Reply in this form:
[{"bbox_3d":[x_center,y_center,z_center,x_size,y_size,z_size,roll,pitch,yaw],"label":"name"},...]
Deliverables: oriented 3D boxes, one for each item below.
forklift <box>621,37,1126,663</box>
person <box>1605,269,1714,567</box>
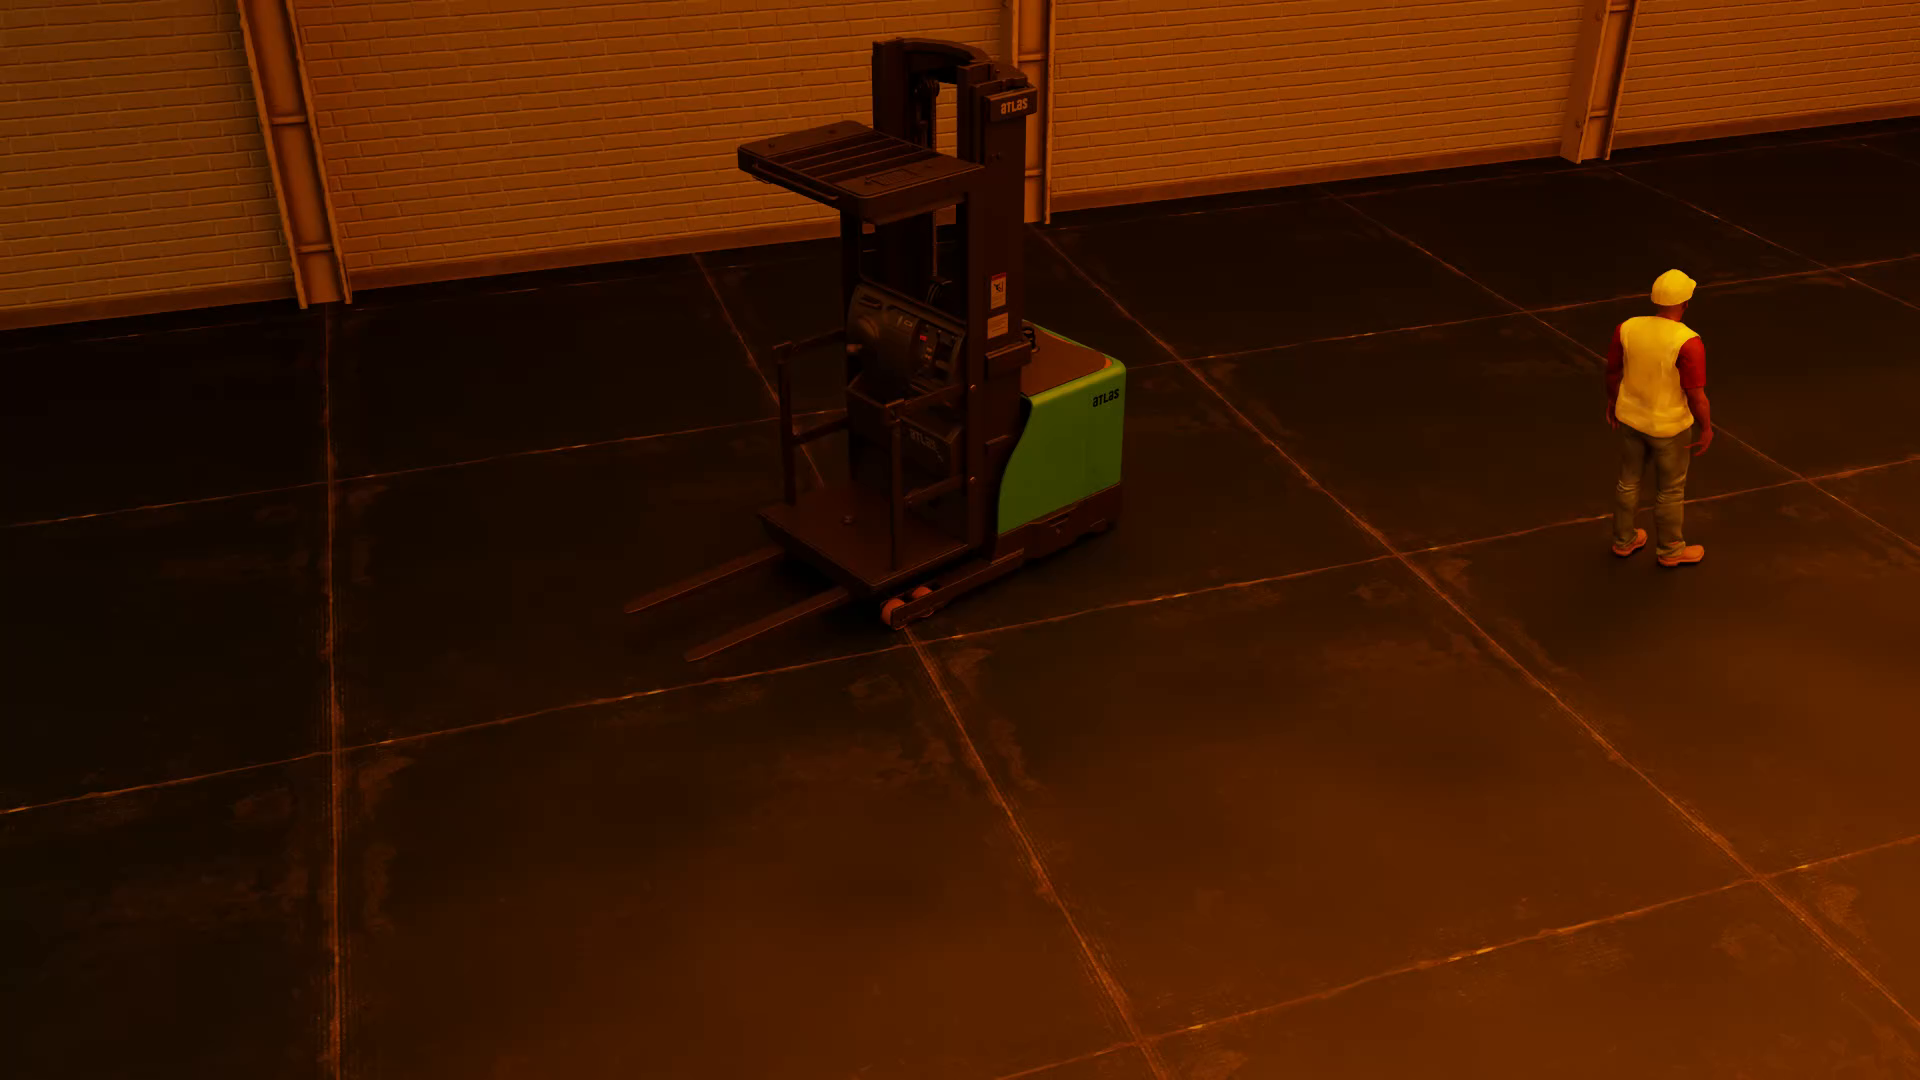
[{"bbox_3d":[-0.461,-1.072,8.951,3.031,2.935,1.130,-23,37,-34],"label":"forklift"},{"bbox_3d":[4.004,-0.708,9.472,0.574,1.769,0.665,-18,35,-29],"label":"person"}]
